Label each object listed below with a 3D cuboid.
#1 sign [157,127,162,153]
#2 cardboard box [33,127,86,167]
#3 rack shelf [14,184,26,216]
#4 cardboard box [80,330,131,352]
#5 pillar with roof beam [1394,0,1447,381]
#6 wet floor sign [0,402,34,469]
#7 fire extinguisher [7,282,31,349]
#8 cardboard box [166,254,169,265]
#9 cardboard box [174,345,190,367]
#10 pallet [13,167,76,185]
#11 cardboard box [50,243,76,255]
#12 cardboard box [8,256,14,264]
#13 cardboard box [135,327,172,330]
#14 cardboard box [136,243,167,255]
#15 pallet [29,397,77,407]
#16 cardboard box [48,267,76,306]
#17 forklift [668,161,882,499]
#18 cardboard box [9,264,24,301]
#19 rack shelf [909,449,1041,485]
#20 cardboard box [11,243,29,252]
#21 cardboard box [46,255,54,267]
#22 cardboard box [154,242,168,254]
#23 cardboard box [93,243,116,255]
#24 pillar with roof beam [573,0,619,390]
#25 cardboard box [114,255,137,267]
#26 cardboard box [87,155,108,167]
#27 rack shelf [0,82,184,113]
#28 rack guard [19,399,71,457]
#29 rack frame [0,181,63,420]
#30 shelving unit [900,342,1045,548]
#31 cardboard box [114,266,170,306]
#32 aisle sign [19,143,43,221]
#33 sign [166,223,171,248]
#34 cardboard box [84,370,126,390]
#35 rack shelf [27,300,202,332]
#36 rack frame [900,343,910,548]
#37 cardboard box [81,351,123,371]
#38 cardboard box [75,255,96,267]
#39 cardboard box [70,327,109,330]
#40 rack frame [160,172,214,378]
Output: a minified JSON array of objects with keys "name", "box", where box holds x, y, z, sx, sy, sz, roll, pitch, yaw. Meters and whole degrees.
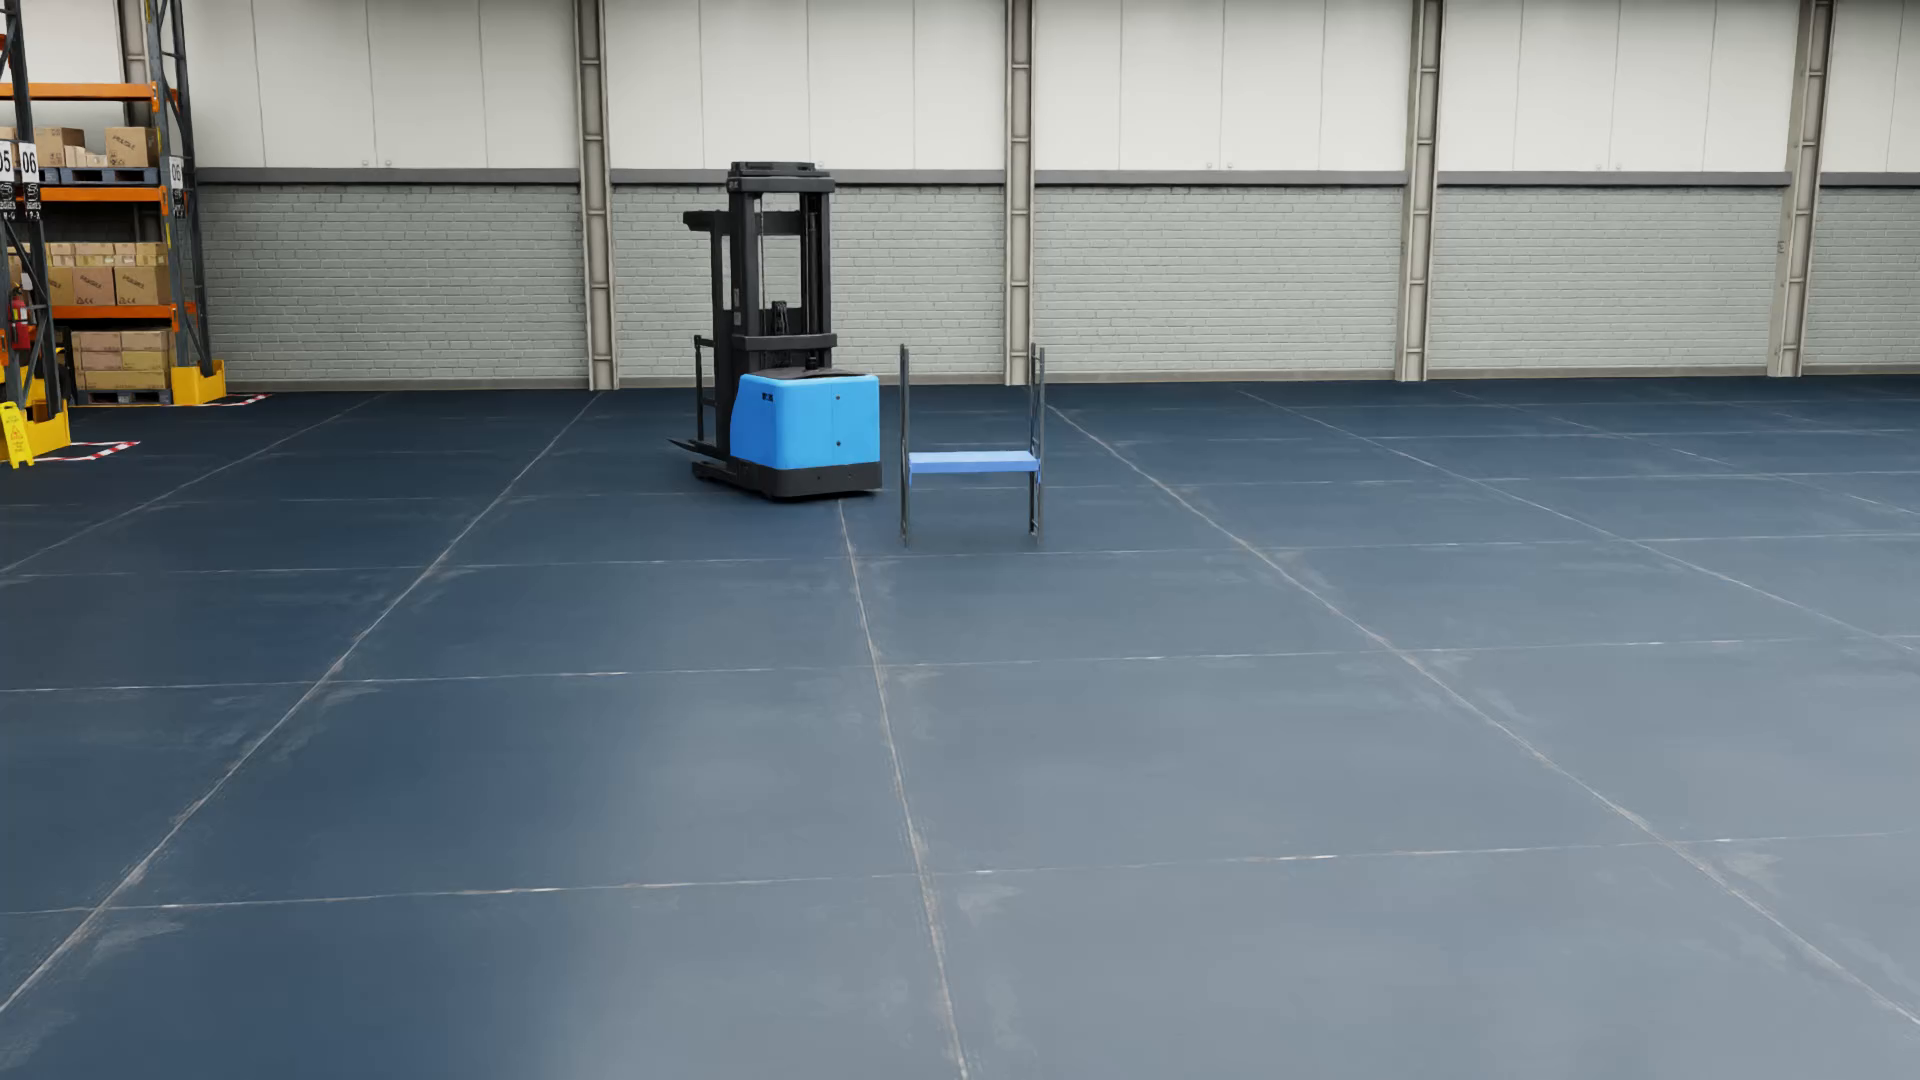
[{"name":"sign","box":[-10.242,-5.123,21.284,0.005,0.325,0.100,-1,11,-6]},{"name":"cardboard box","box":[-11.730,-5.078,21.537,0.500,0.500,0.700,-1,11,-6]},{"name":"rack shelf","box":[-11.736,-3.485,16.908,4.000,0.370,1.077,-1,11,-6]},{"name":"cardboard box","box":[-11.218,-2.626,21.897,0.500,0.250,0.500,-1,11,-5]},{"name":"pillar with roof beam","box":[7.283,-6.011,20.116,0.400,9.000,9.100,-1,11,-6]},{"name":"wet floor sign","box":[-9.443,-1.051,16.544,0.232,0.644,0.267,3,11,14]},{"name":"fire extinguisher","box":[-9.584,-2.284,16.910,0.183,0.674,0.296,-1,11,-6]},{"name":"cardboard box","box":[-10.652,-3.770,22.327,0.250,0.149,0.380,-1,11,-8]},{"name":"cardboard box","box":[-10.777,-2.492,22.511,0.500,0.250,0.500,-1,11,-5]},{"name":"pallet","box":[-12.208,-4.752,21.719,1.213,0.211,1.003,-1,11,-6]},{"name":"cardboard box","box":[-11.622,-3.786,21.637,0.250,0.149,0.380,-1,11,-5]},{"name":"cardboard box","box":[-12.379,-3.628,21.607,0.250,0.149,0.380,-1,11,-7]},{"name":"cardboard box","box":[-10.785,-2.734,22.444,0.500,0.250,0.500,-1,11,-7]},{"name":"cardboard box","box":[-10.620,-3.825,21.837,0.250,0.149,0.380,-1,11,-6]},{"name":"pallet","box":[-12.253,-1.943,22.203,1.213,0.211,1.003,-1,11,-6]},{"name":"cardboard box","box":[-11.774,-3.328,21.763,0.500,0.500,0.500,-1,11,-7]},{"name":"forklift","box":[-1.901,-2.035,15.620,1.130,2.935,3.031,-7,13,-31]},{"name":"cardboard box","box":[-10.248,-2.646,17.522,0.500,0.500,0.500,-1,11,-7]},{"name":"rack shelf","box":[0.085,-0.561,12.767,1.000,0.185,0.538,-1,11,-6]},{"name":"cardboard box","box":[-12.145,-3.792,21.669,0.250,0.149,0.380,-1,11,-5]},{"name":"cardboard box","box":[-11.874,-3.635,21.640,0.250,0.149,0.380,-1,11,-6]},{"name":"cardboard box","box":[-10.644,-3.907,22.254,0.250,0.149,0.380,-1,11,-7]},{"name":"cardboard box","box":[-11.120,-3.803,21.727,0.250,0.149,0.380,-1,11,-5]},{"name":"pillar with roof beam","box":[-4.647,-5.761,18.845,0.400,9.000,9.100,-1,11,-6]},{"name":"cardboard box","box":[-10.852,-3.655,21.743,0.250,0.149,0.380,-1,11,-5]},{"name":"cardboard box","box":[-11.078,-4.888,21.482,0.250,0.149,0.380,-2,11,-8]},{"name":"rack shelf","box":[-12.275,-5.713,21.499,4.000,0.370,1.077,-1,11,-6]},{"name":"rack guard","box":[-9.823,-1.180,17.573,0.348,0.500,1.175,-1,11,-6]},{"name":"rack frame","box":[-9.747,-2.408,17.340,0.127,3.000,1.000,-1,11,-6]},{"name":"shelving unit","box":[0.085,-0.738,12.732,1.048,1.500,0.538,-1,11,-6]},{"name":"cardboard box","box":[-10.748,-3.348,21.864,0.500,0.500,0.500,-1,11,-7]},{"name":"aisle sign","box":[-9.719,-3.744,17.398,0.004,0.787,0.394,-1,11,-6]},{"name":"sign","box":[-10.242,-3.940,21.516,0.005,0.325,0.100,-1,11,-6]},{"name":"cardboard box","box":[-11.216,-2.138,22.005,0.500,0.250,0.500,-1,11,-6]},{"name":"rack shelf","box":[-12.275,-2.965,22.039,4.000,0.370,1.077,-1,11,-6]},{"name":"rack frame","box":[-0.421,-0.727,12.679,0.032,1.500,0.500,-1,11,-6]},{"name":"cardboard box","box":[-11.237,-2.383,21.959,0.500,0.250,0.500,-1,11,-7]},{"name":"cardboard box","box":[-11.365,-3.658,21.760,0.250,0.149,0.380,-1,11,-6]},{"name":"cardboard box","box":[-11.780,-2.714,22.345,0.500,0.250,0.500,-1,11,-6]},{"name":"rack frame","box":[-10.287,-3.360,22.182,0.127,3.000,1.000,-1,11,-6]}]
